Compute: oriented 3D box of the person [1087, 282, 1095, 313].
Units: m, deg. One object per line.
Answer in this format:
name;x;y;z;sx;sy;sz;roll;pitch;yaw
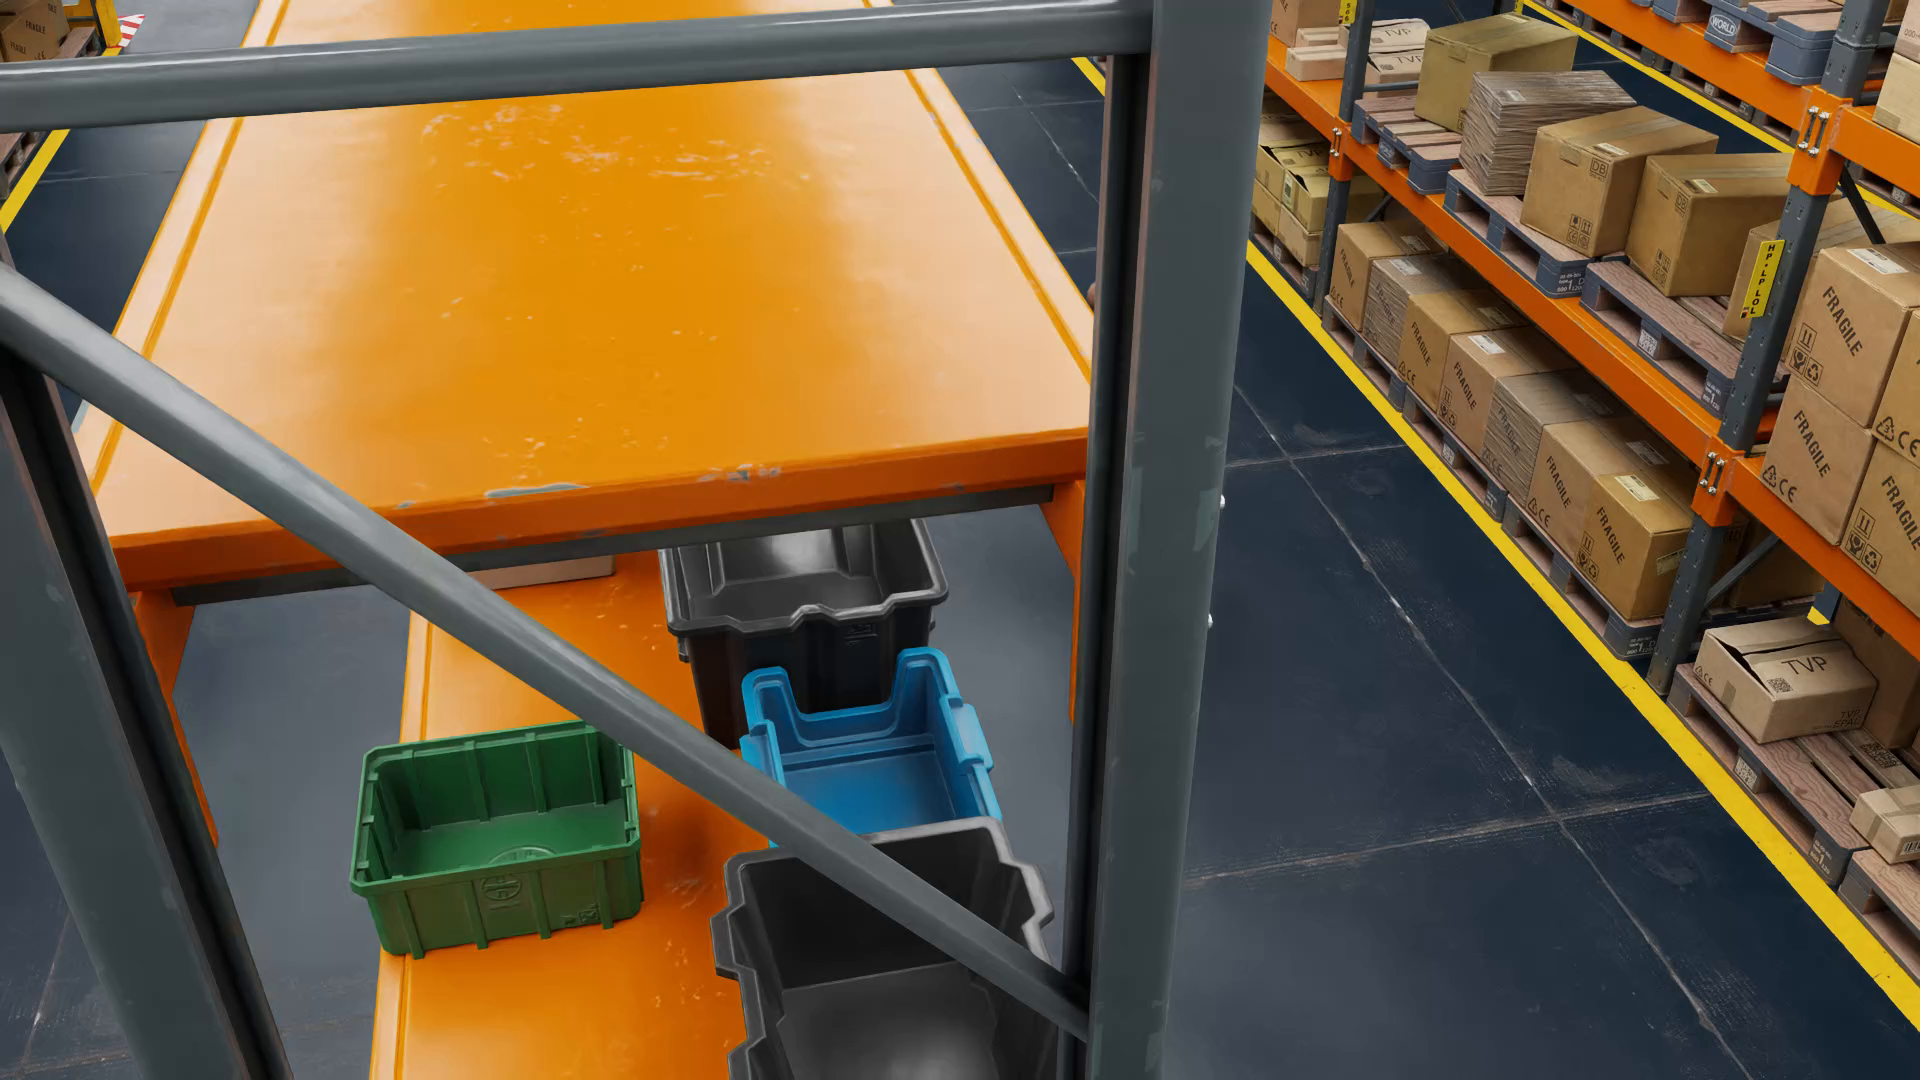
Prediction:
person;0.836;-0.429;7.800;0.563;1.770;0.529;-7;34;-10
